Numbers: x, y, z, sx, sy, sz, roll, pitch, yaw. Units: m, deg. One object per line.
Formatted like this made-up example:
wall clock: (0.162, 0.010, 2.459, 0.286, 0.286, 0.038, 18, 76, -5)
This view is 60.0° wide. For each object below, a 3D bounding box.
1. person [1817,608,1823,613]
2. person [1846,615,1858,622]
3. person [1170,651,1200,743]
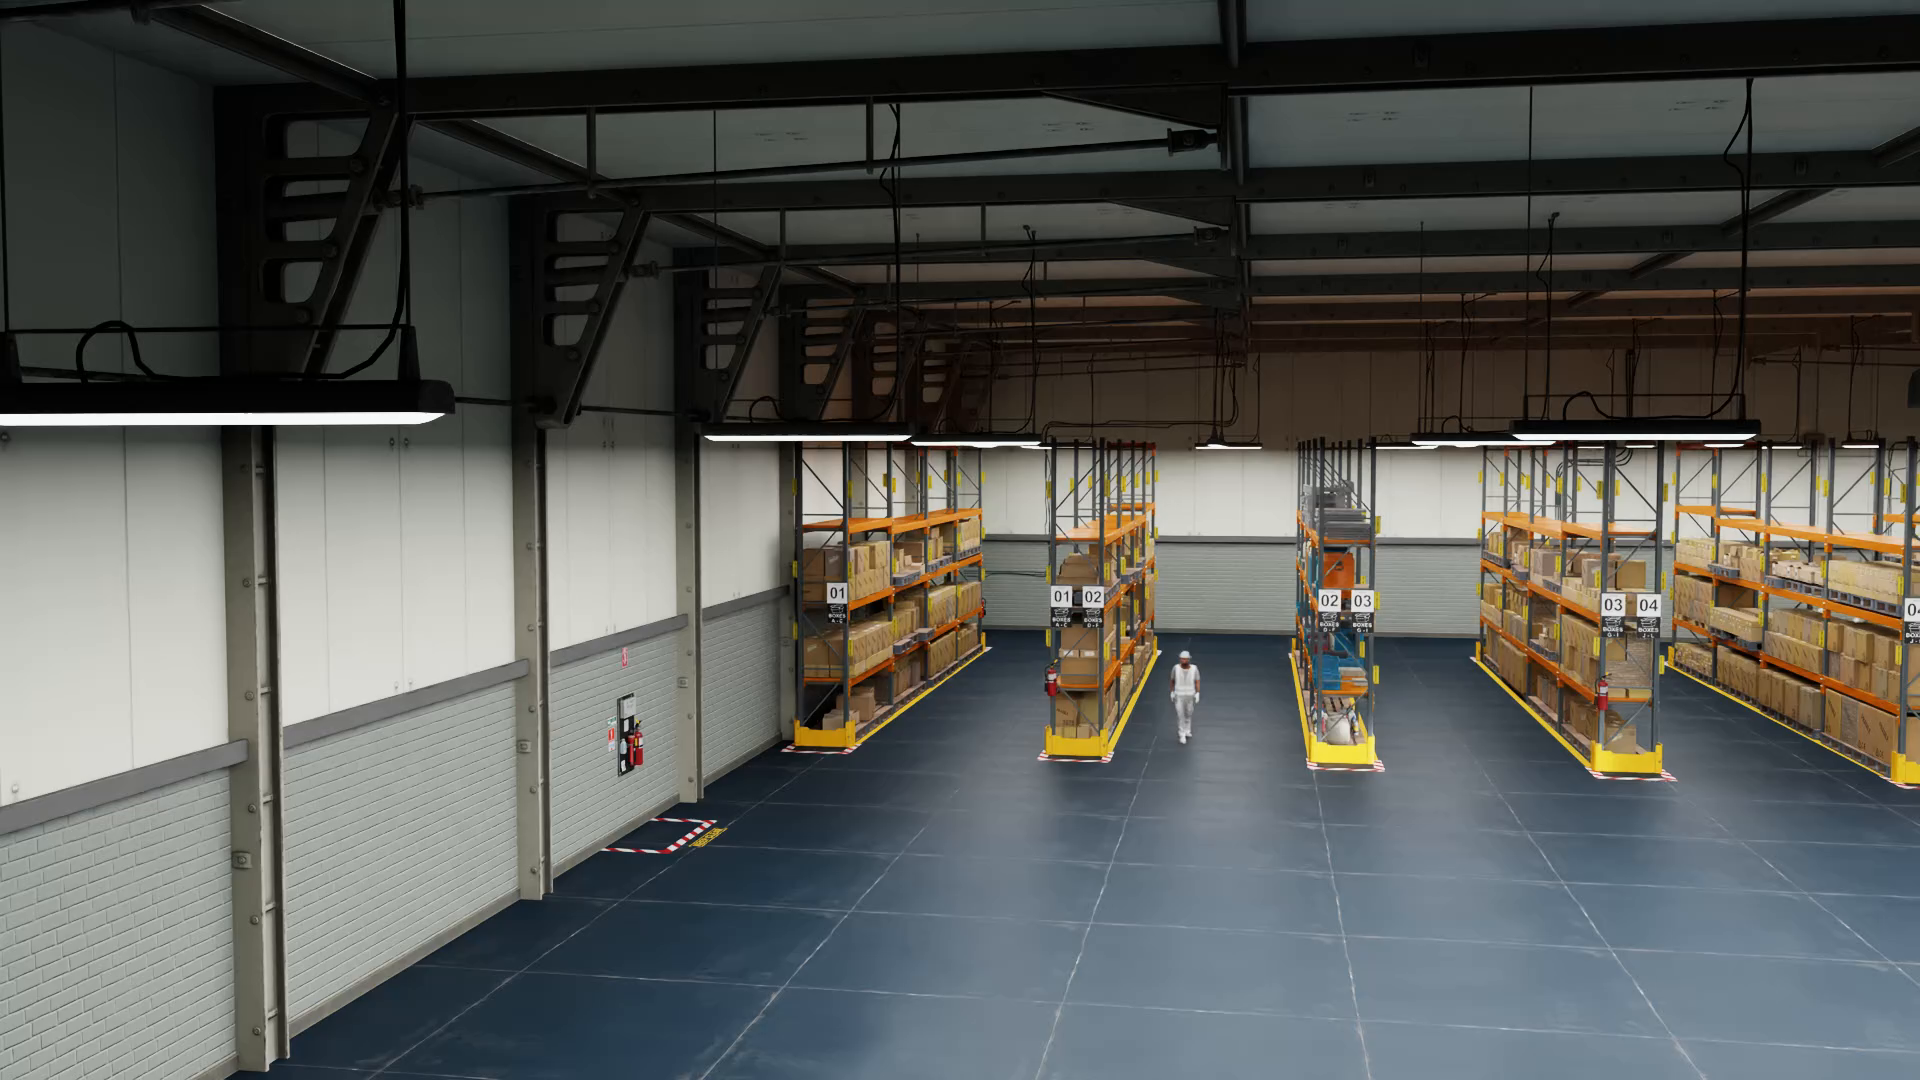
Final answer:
person: (21.855, 2.610, 42.215, 0.562, 1.789, 0.780, 2, 3, 27)
person: (25.069, 2.457, 46.744, 0.491, 1.636, 0.445, -1, 3, -16)
person: (4.471, 3.078, 32.939, 0.573, 1.751, 0.902, 0, 3, 3)
